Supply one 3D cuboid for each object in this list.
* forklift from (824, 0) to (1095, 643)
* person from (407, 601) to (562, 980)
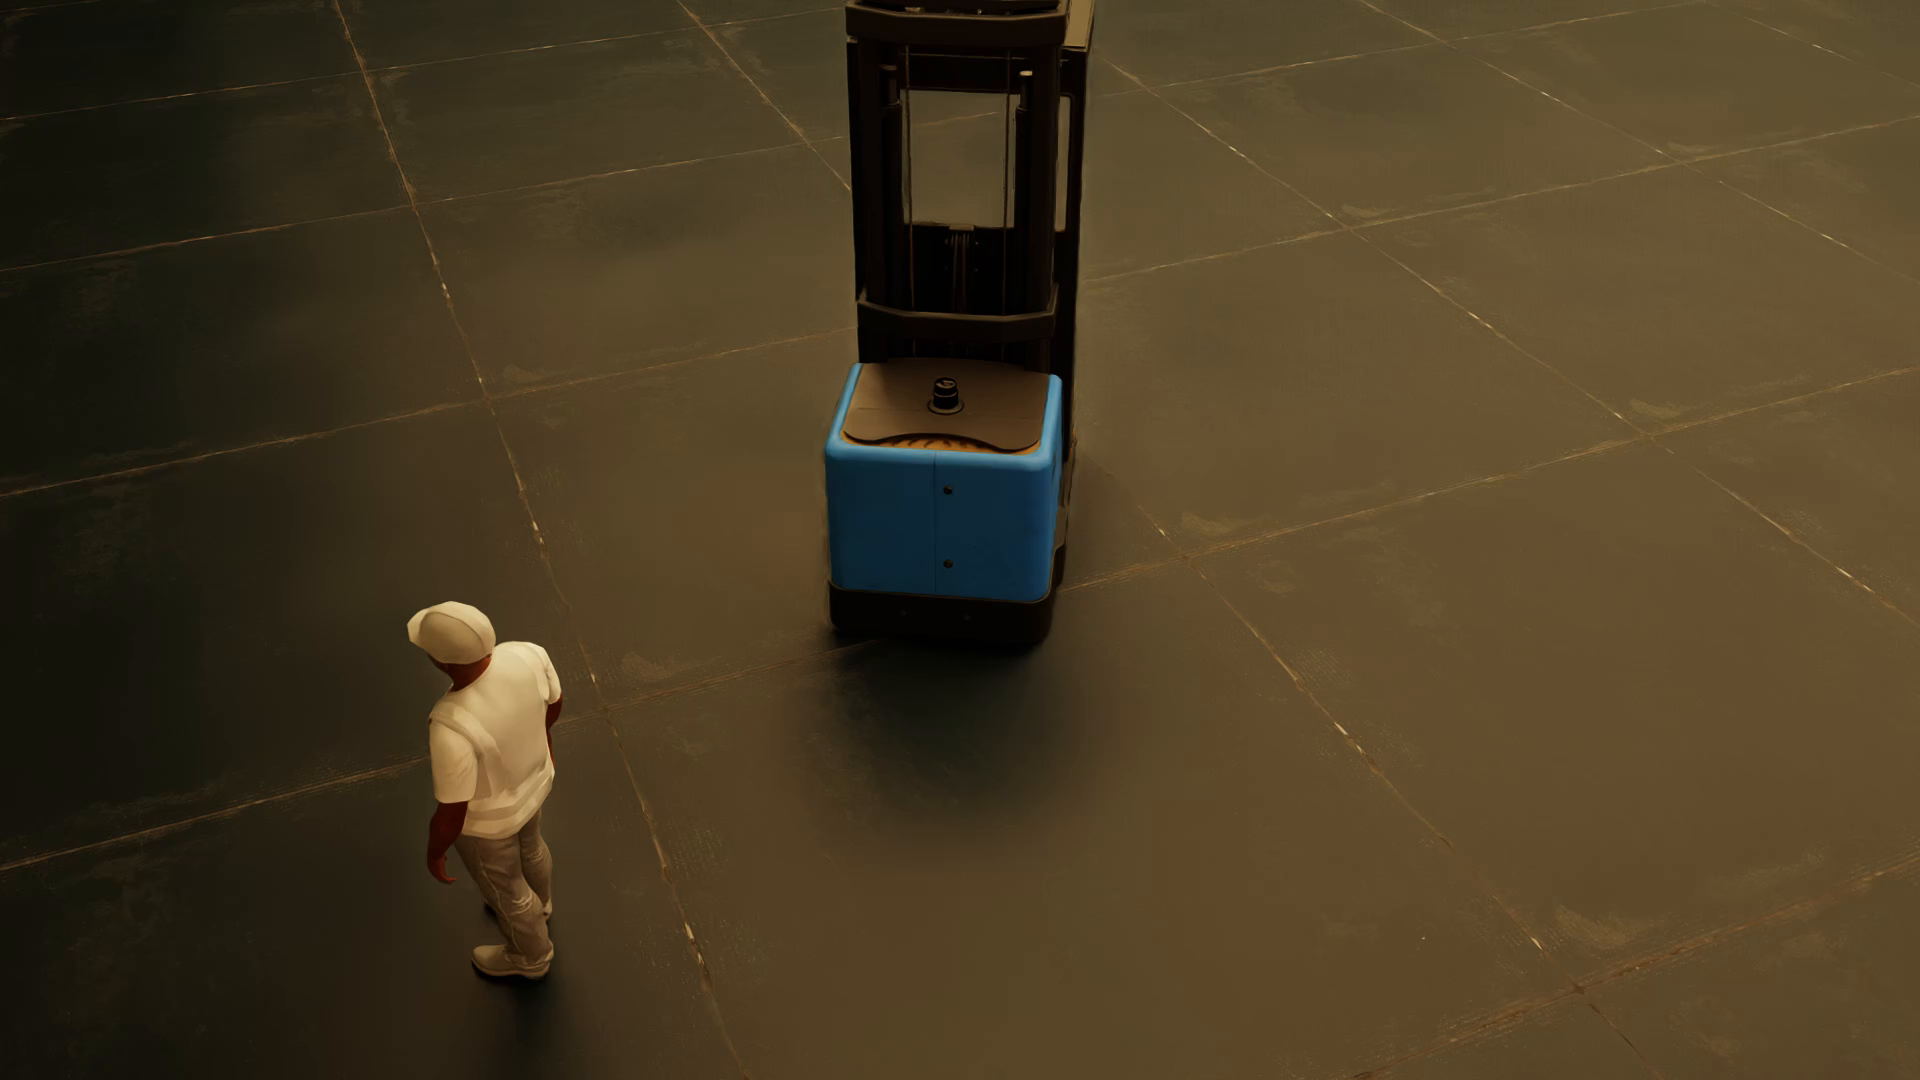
[{"bbox_3d":[0.059,-1.548,8.276,1.130,2.935,3.031,4,36,5],"label":"forklift"},{"bbox_3d":[-1.700,0.880,5.861,0.572,1.771,0.696,12,37,17],"label":"person"}]
